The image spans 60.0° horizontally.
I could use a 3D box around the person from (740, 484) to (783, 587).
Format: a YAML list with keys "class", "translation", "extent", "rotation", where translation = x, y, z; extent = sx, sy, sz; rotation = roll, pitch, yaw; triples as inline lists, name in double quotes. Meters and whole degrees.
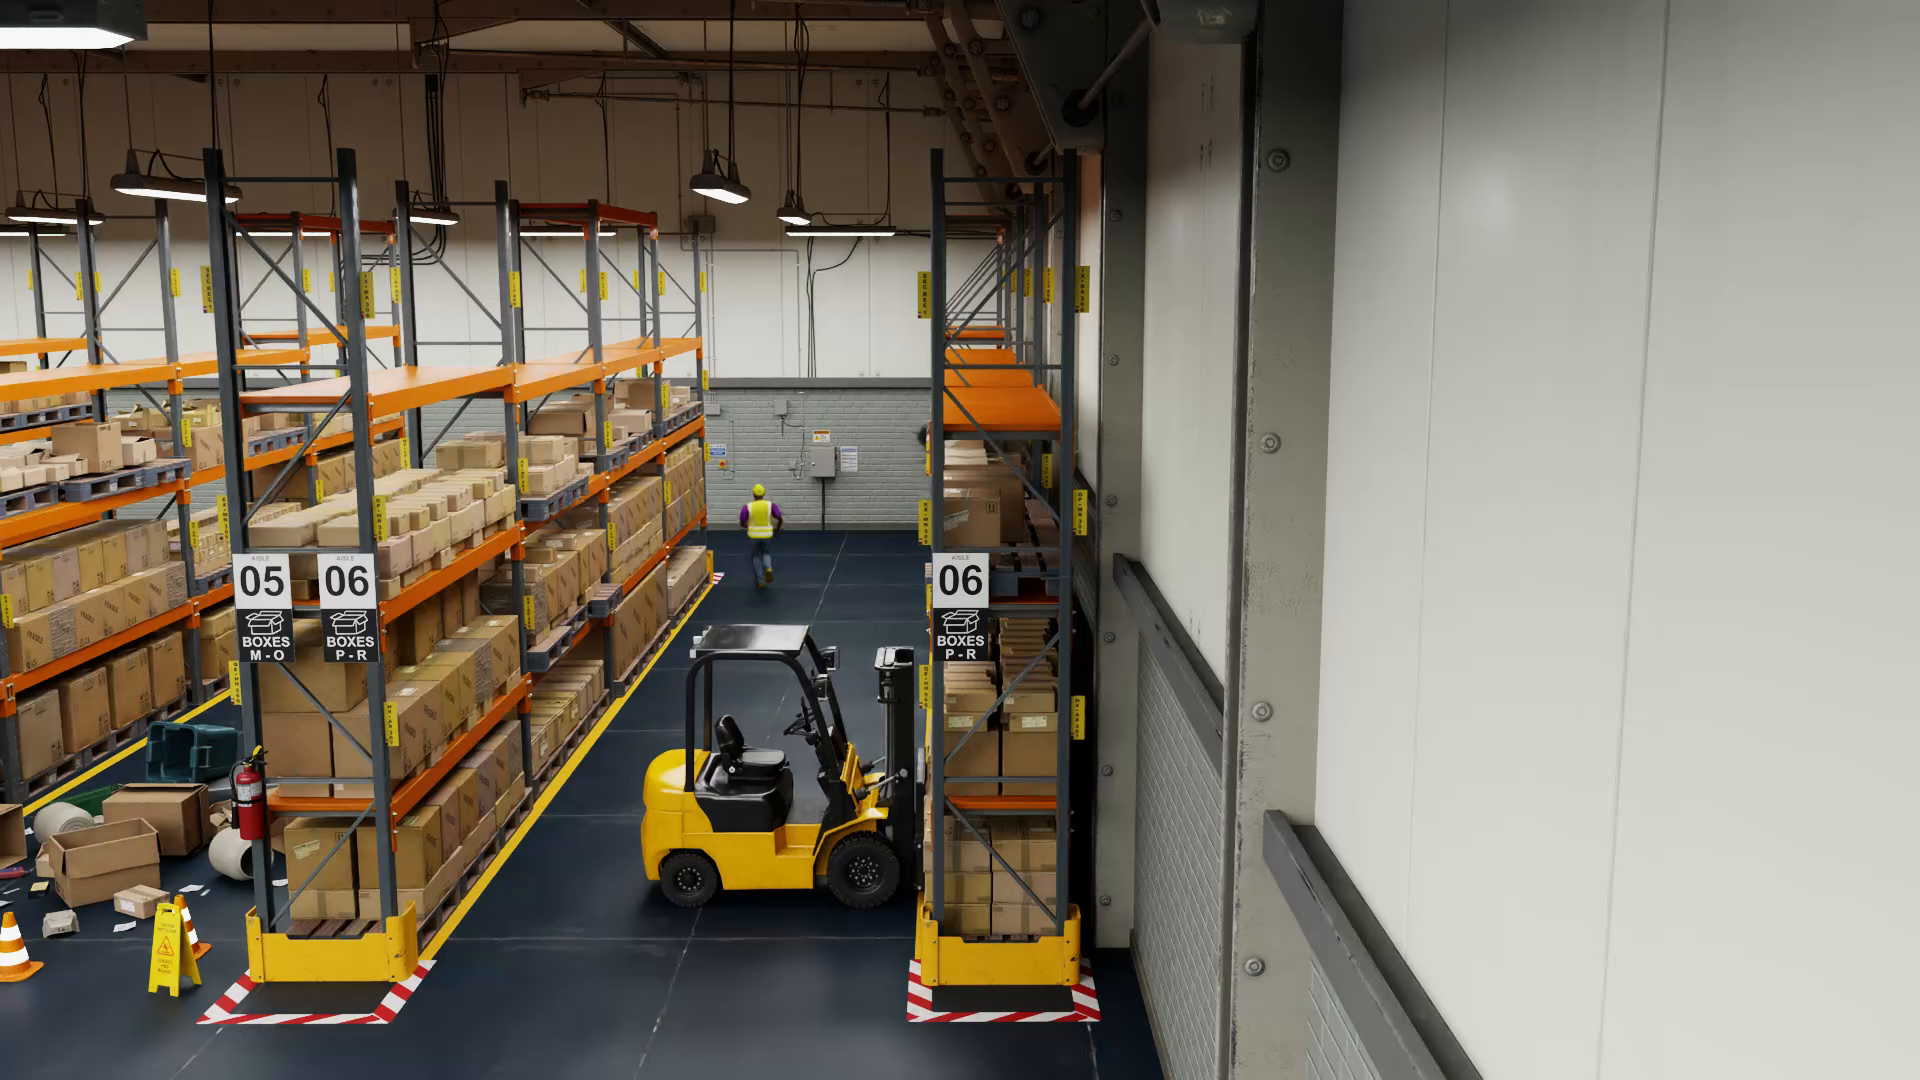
- class: "person"
  translation: [-3.302, -0.088, 27.549]
  extent: [0.690, 1.713, 0.563]
  rotation: [-2, 9, -13]
